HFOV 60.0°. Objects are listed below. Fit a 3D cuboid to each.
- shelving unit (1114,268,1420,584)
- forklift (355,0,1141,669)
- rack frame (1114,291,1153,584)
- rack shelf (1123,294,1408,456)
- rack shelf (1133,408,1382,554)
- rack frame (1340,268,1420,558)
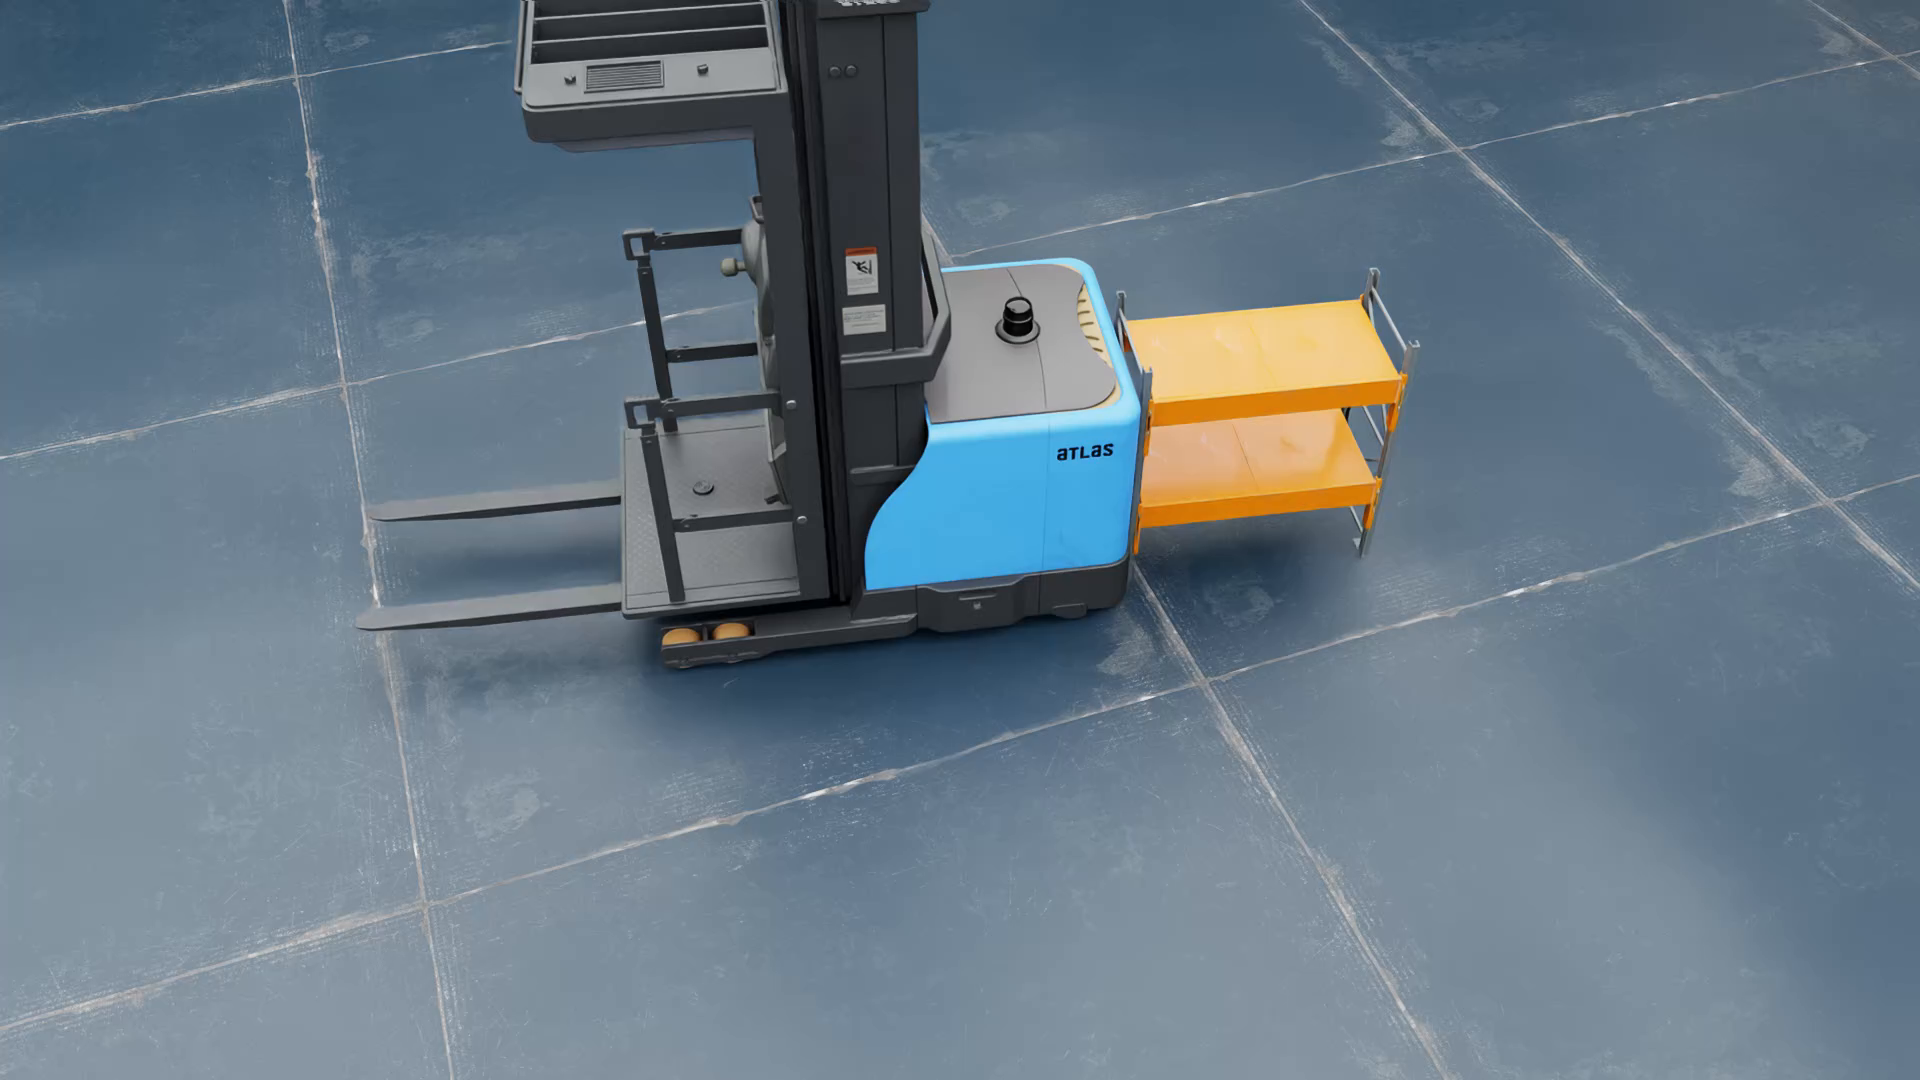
[{"bbox_3d":[1.159,-0.445,6.708,1.048,1.125,0.538,-6,45,-6],"label":"shelving unit"},{"bbox_3d":[-0.885,-0.932,5.919,3.031,2.935,1.130,-6,45,-6],"label":"forklift"},{"bbox_3d":[0.656,-0.391,6.655,0.032,1.125,0.500,-6,45,-6],"label":"rack frame"},{"bbox_3d":[1.159,-0.651,6.501,1.000,0.278,0.538,-6,45,-6],"label":"rack shelf"},{"bbox_3d":[1.159,-0.272,6.881,1.000,0.278,0.538,-6,45,-6],"label":"rack shelf"},{"bbox_3d":[1.662,-0.498,6.761,0.032,1.125,0.500,-6,45,-6],"label":"rack frame"}]
